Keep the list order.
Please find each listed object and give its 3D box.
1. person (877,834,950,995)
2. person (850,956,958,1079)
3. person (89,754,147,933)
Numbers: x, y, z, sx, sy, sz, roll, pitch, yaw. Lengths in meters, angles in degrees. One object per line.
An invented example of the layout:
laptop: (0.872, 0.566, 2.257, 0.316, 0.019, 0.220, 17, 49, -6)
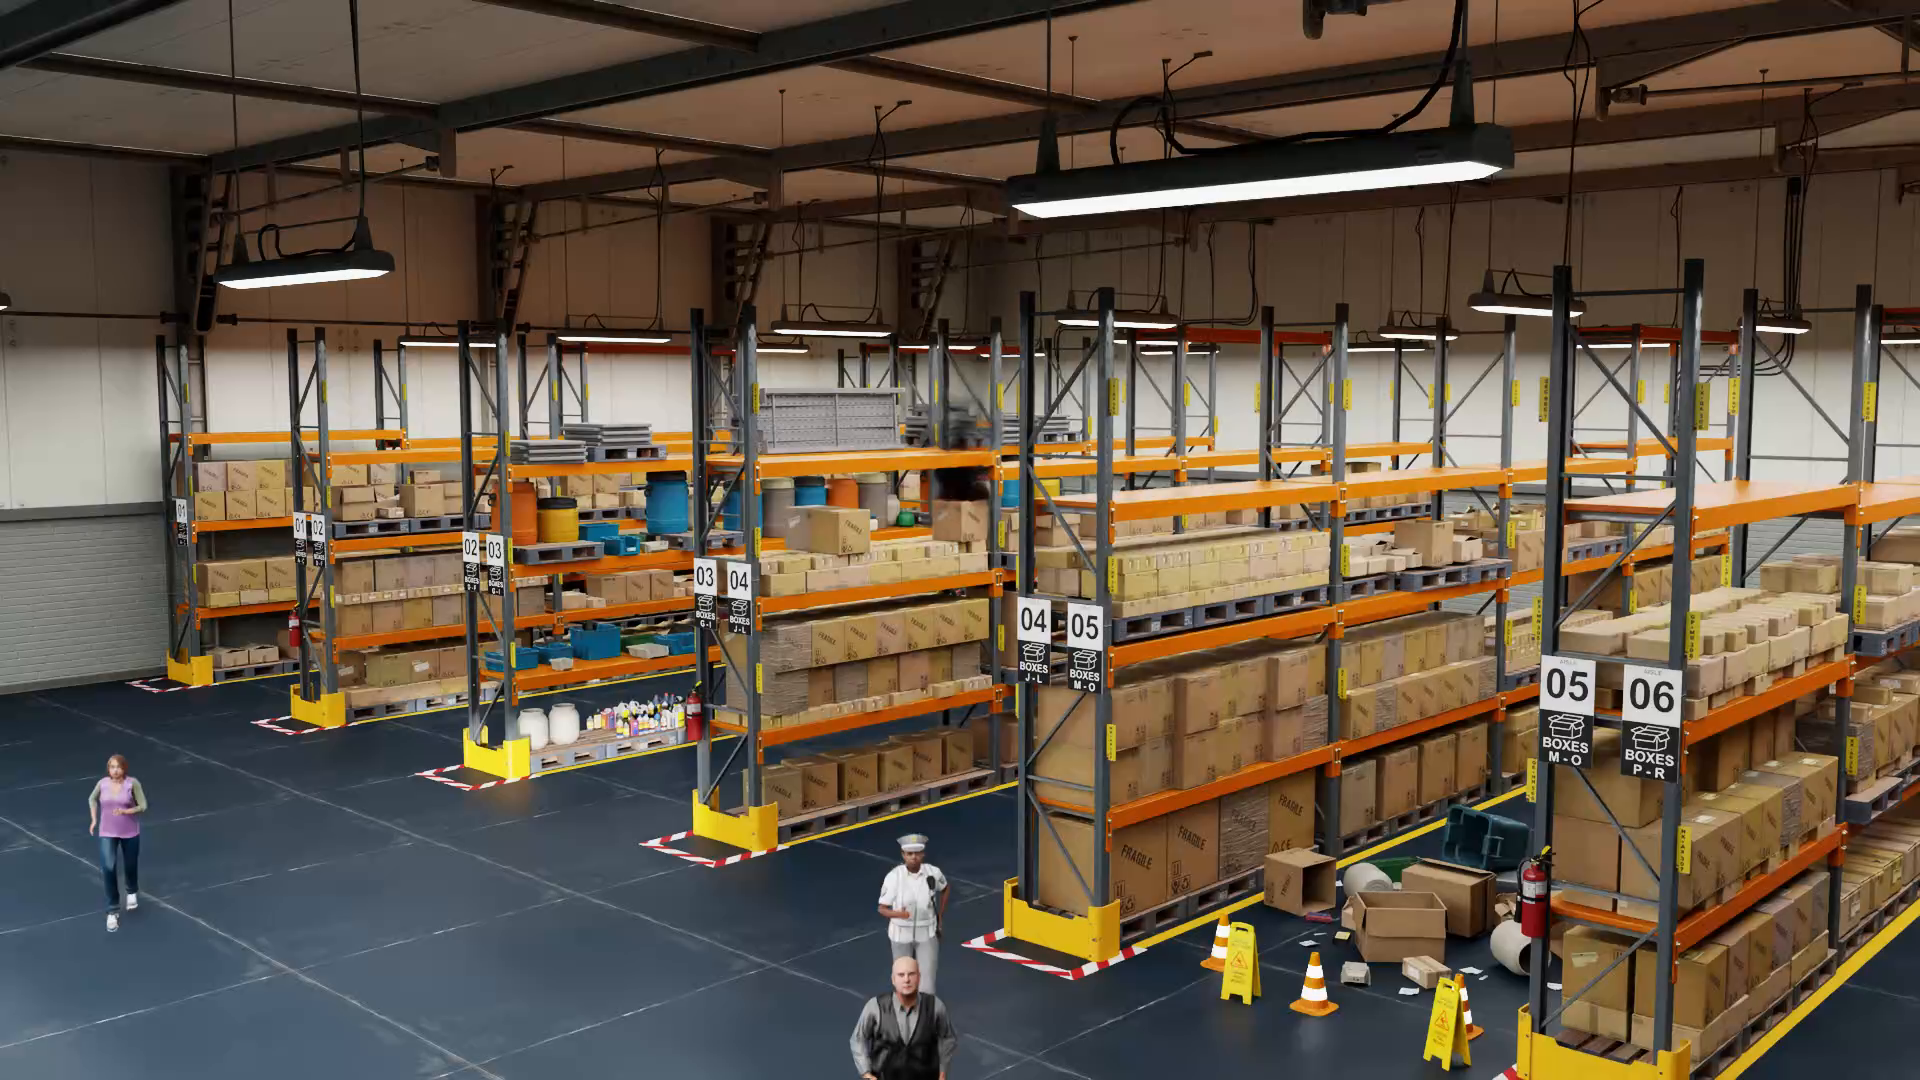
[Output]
person: (-0.354, 3.112, 12.865, 0.564, 1.753, 0.753, 0, 5, -2)
person: (-0.338, 3.376, 10.215, 0.664, 1.699, 0.685, 0, 5, -3)
person: (-8.077, 2.858, 15.974, 0.515, 1.633, 0.740, -2, 6, -23)
